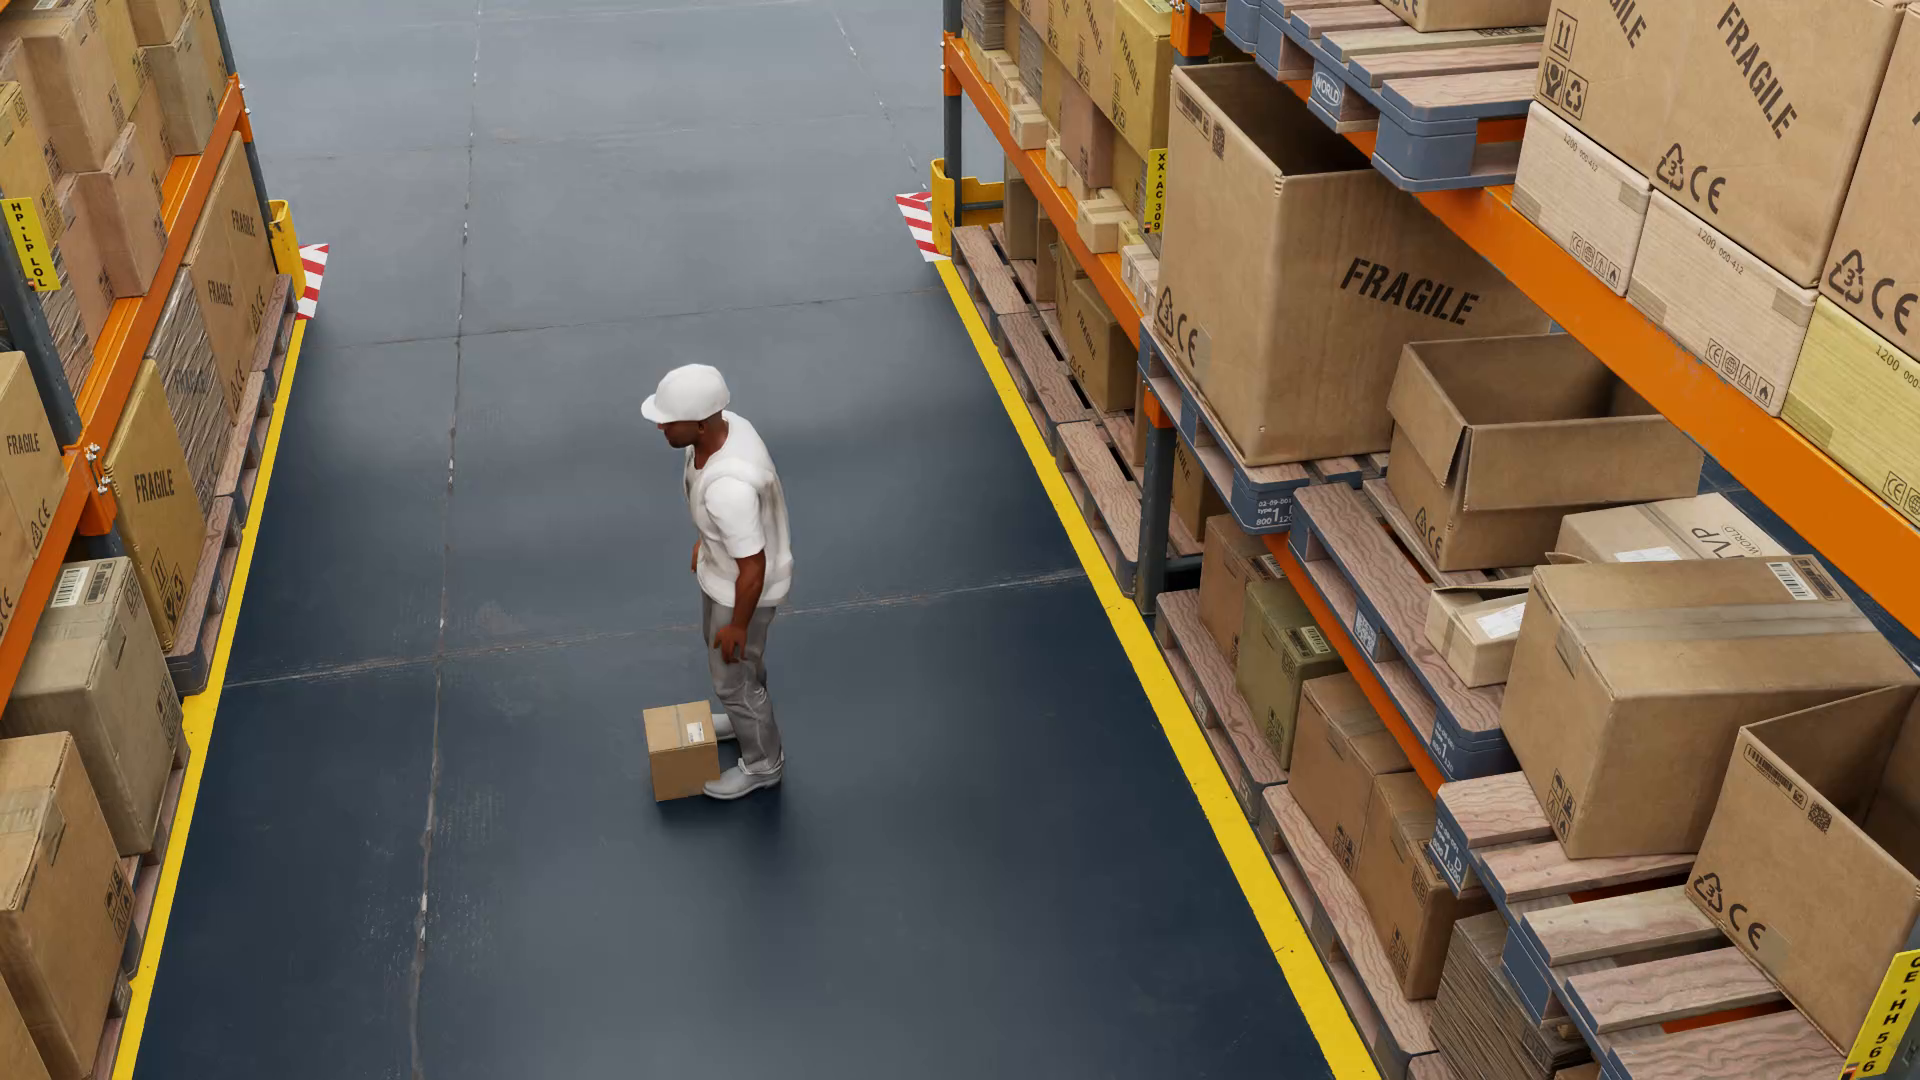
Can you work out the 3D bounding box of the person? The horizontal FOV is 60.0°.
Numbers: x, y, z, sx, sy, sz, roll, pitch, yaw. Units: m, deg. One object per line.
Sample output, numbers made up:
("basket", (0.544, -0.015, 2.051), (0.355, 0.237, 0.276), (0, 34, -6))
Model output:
("person", (-0.827, 0.145, 5.912), (0.454, 1.761, 0.636), (-9, 35, -13))
